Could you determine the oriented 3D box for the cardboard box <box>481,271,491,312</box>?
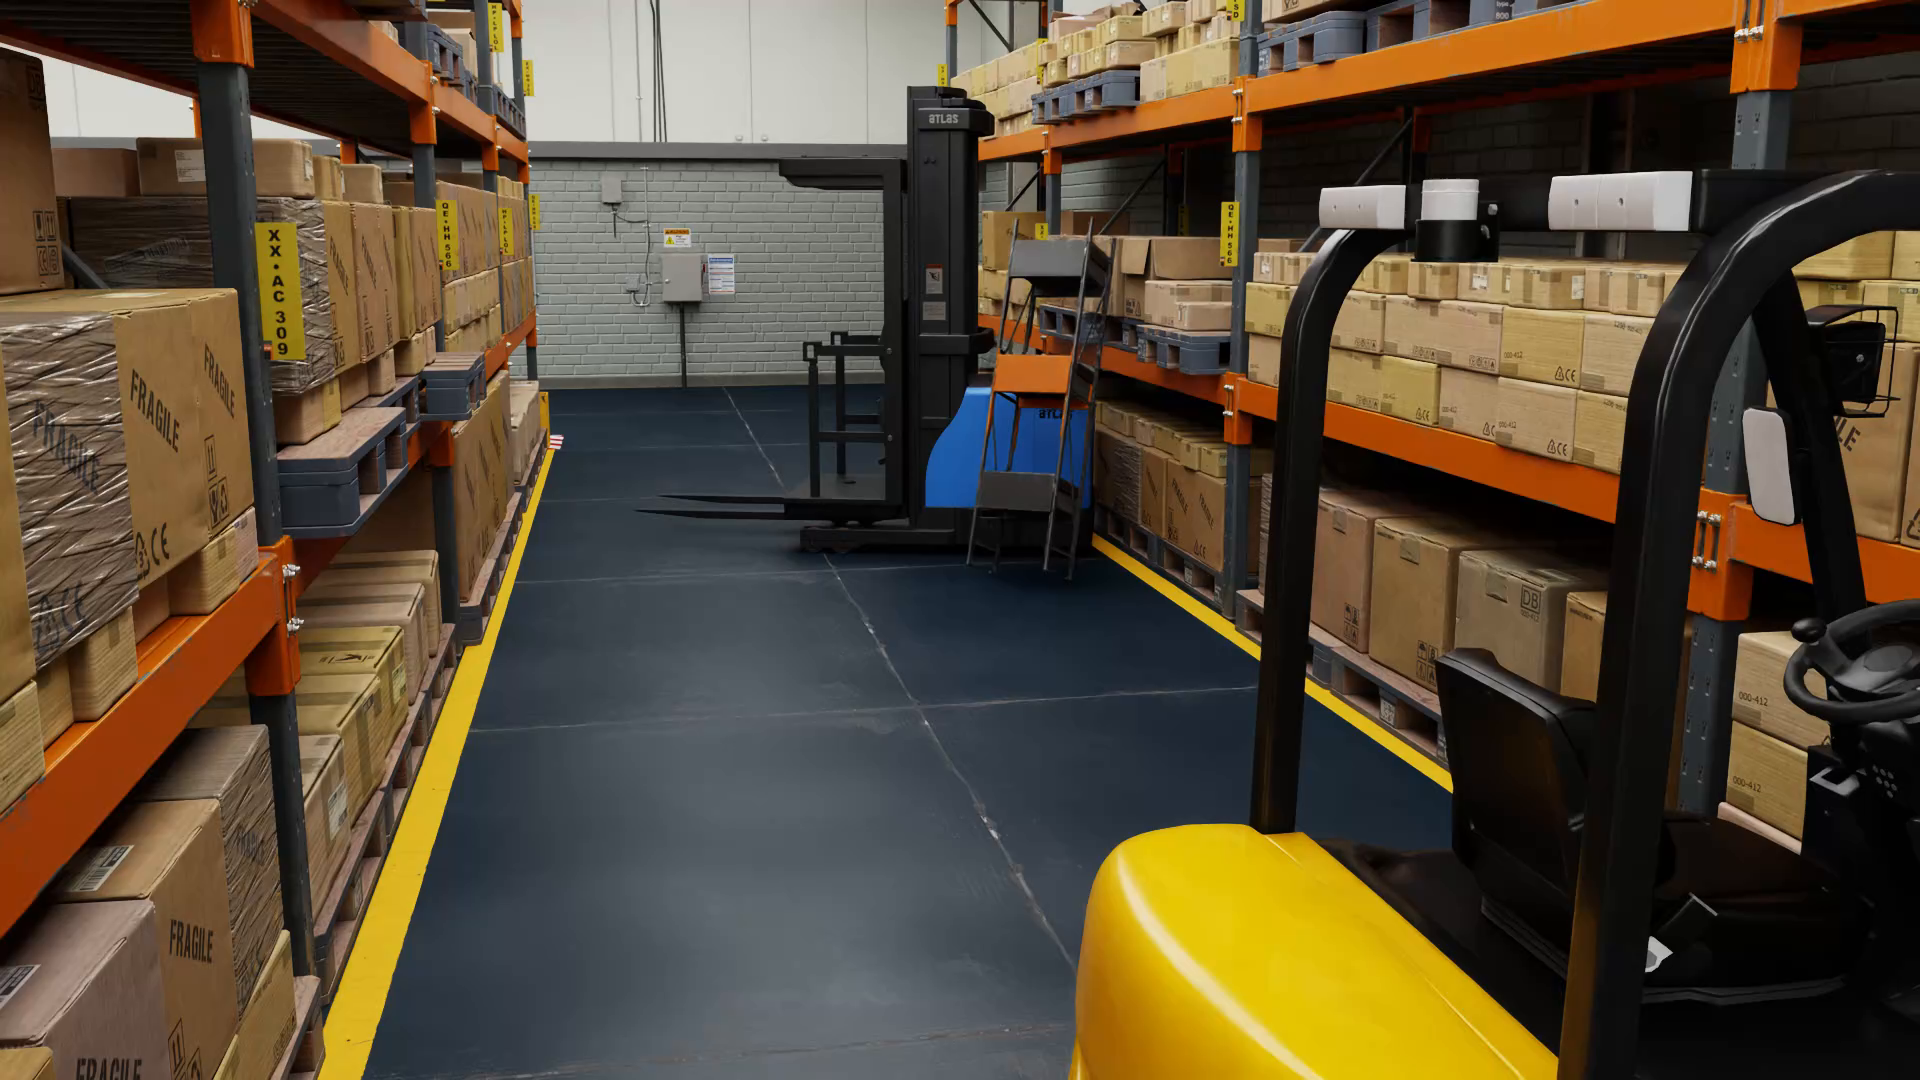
[{"bbox_3d":[-3.189,-1.532,10.287,0.500,0.250,0.500,-2,11,-10],"label":"cardboard box"}]

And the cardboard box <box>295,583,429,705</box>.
[{"bbox_3d":[-2.695,0.439,6.772,0.950,0.372,0.625,-2,11,-12],"label":"cardboard box"}]

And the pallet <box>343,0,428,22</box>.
[{"bbox_3d":[-2.389,-1.839,5.318,1.213,0.211,1.003,-2,11,-11],"label":"pallet"}]

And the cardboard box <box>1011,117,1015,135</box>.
[{"bbox_3d":[0.629,-3.395,13.659,0.380,0.149,0.250,-2,11,-9],"label":"cardboard box"}]

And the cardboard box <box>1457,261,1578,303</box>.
[{"bbox_3d":[2.138,-0.988,6.362,0.380,0.149,0.250,-2,11,-11],"label":"cardboard box"}]

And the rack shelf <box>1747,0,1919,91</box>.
[{"bbox_3d":[3.089,-1.085,2.779,1.077,0.370,4.000,-2,11,-11],"label":"rack shelf"}]

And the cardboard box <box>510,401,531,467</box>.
[{"bbox_3d":[-3.916,-0.849,13.364,0.875,0.438,0.875,-2,11,-13],"label":"cardboard box"}]

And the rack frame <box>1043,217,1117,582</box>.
[{"bbox_3d":[0.711,-0.822,9.748,0.015,2.100,0.400,4,-8,27],"label":"rack frame"}]

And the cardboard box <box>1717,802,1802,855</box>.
[{"bbox_3d":[2.469,0.913,4.608,0.500,0.250,0.500,-2,11,-10],"label":"cardboard box"}]

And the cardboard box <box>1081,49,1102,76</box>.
[{"bbox_3d":[1.013,-3.148,10.975,0.380,0.149,0.250,-2,11,-12],"label":"cardboard box"}]

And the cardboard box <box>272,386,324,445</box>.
[{"bbox_3d":[-1.966,-0.347,4.544,0.380,0.149,0.250,-2,11,-10],"label":"cardboard box"}]

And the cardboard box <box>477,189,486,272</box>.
[{"bbox_3d":[-3.204,-1.897,10.201,0.500,0.500,0.500,-2,11,-9],"label":"cardboard box"}]

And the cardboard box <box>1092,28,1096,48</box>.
[{"bbox_3d":[1.084,-3.295,10.949,0.380,0.149,0.250,-2,11,-10],"label":"cardboard box"}]

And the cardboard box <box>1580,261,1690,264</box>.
[{"bbox_3d":[2.646,-1.008,6.468,0.380,0.149,0.250,-2,11,-11],"label":"cardboard box"}]

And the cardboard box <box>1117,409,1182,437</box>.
[{"bbox_3d":[1.268,-0.784,11.119,0.380,0.149,0.250,-2,11,-9],"label":"cardboard box"}]

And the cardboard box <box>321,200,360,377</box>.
[{"bbox_3d":[-2.076,-0.741,4.880,0.500,0.500,0.500,-2,11,-11],"label":"cardboard box"}]

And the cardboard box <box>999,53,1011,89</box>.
[{"bbox_3d":[0.612,-3.861,13.705,0.500,0.250,0.500,-2,11,-10],"label":"cardboard box"}]

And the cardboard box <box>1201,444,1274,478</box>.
[{"bbox_3d":[1.577,-0.444,9.335,0.380,0.149,0.250,-3,11,-14],"label":"cardboard box"}]

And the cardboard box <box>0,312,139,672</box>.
[{"bbox_3d":[-1.626,-0.085,2.556,0.500,0.500,0.500,-2,11,-9],"label":"cardboard box"}]

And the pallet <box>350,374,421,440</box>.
[{"bbox_3d":[-2.521,-0.429,5.940,1.003,0.211,1.213,-2,11,-11],"label":"pallet"}]

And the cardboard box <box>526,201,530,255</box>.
[{"bbox_3d":[-4.175,-2.812,15.009,0.500,0.500,0.500,-2,11,-9],"label":"cardboard box"}]

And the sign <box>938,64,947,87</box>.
[{"bbox_3d":[-0.167,-4.416,16.016,0.100,0.325,0.005,-2,11,-11],"label":"sign"}]

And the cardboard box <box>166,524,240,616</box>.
[{"bbox_3d":[-1.752,0.066,3.500,0.380,0.149,0.250,-2,11,-10],"label":"cardboard box"}]

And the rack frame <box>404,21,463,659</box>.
[{"bbox_3d":[-2.947,-0.885,7.822,1.000,3.000,0.127,-2,11,-11],"label":"rack frame"}]

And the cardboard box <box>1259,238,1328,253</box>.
[{"bbox_3d":[1.975,-1.421,9.251,0.500,0.500,0.500,-2,11,-8],"label":"cardboard box"}]

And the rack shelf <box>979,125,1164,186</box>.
[{"bbox_3d":[0.755,-3.286,14.342,1.077,0.370,4.000,-2,11,-11],"label":"rack shelf"}]

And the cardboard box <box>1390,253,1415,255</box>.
[{"bbox_3d":[2.344,-1.337,8.198,0.380,0.149,0.250,-2,11,-10],"label":"cardboard box"}]

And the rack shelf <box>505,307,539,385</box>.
[{"bbox_3d":[-4.114,-1.632,13.671,1.077,0.370,4.000,-2,11,-11],"label":"rack shelf"}]

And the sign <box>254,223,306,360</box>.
[{"bbox_3d":[-1.638,-0.597,3.997,0.100,0.325,0.005,-2,11,-11],"label":"sign"}]

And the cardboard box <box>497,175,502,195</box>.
[{"bbox_3d":[-3.676,-2.684,12.600,0.380,0.149,0.250,-2,11,-11],"label":"cardboard box"}]

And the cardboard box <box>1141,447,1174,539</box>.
[{"bbox_3d":[1.437,-0.302,10.323,0.500,0.500,0.500,-2,11,-9],"label":"cardboard box"}]

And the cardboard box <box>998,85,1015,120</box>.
[{"bbox_3d":[0.604,-3.614,13.746,0.500,0.250,0.500,-2,11,-10],"label":"cardboard box"}]

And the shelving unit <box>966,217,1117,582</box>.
[{"bbox_3d":[0.493,-0.838,9.857,0.503,2.100,0.431,4,-8,27],"label":"shelving unit"}]

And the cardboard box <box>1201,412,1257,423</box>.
[{"bbox_3d":[1.811,-0.756,10.974,0.380,0.149,0.250,-3,11,-13],"label":"cardboard box"}]

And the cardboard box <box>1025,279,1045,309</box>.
[{"bbox_3d":[0.805,-1.956,13.058,0.500,0.250,0.500,-2,11,-10],"label":"cardboard box"}]

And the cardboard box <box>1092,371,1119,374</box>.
[{"bbox_3d":[1.012,-1.169,12.349,0.380,0.149,0.250,-2,11,-12],"label":"cardboard box"}]

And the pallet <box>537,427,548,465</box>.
[{"bbox_3d":[-4.270,-0.838,15.036,1.003,0.211,1.213,-2,11,-11],"label":"pallet"}]

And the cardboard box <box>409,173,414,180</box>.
[{"bbox_3d":[-4.041,-2.574,12.023,0.380,0.149,0.250,-2,11,-10],"label":"cardboard box"}]

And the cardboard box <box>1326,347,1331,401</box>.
[{"bbox_3d":[1.861,-0.809,7.828,0.500,0.250,0.500,-2,11,-12],"label":"cardboard box"}]

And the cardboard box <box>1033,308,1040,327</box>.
[{"bbox_3d":[0.762,-1.772,13.157,0.380,0.149,0.250,-2,11,-9],"label":"cardboard box"}]

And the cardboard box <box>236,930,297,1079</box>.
[{"bbox_3d":[-1.790,1.092,3.667,0.500,0.250,0.500,-2,11,-8],"label":"cardboard box"}]

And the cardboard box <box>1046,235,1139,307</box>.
[{"bbox_3d":[1.018,-1.958,12.071,0.700,0.500,0.500,-2,11,-10],"label":"cardboard box"}]

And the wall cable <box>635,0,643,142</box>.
[{"bbox_3d":[-5.147,-6.359,20.538,2.355,3.000,0.029,-2,11,-11],"label":"wall cable"}]

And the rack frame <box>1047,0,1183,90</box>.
[{"bbox_3d":[1.144,-4.746,12.067,1.000,3.000,0.127,-2,11,-11],"label":"rack frame"}]

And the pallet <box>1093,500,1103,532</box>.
[{"bbox_3d":[1.339,-0.282,12.112,1.003,0.211,1.213,-2,11,-11],"label":"pallet"}]

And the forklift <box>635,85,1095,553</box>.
[{"bbox_3d":[-0.621,-1.452,10.985,3.031,2.935,1.130,1,11,6],"label":"forklift"}]

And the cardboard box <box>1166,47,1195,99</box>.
[{"bbox_3d":[1.485,-2.643,9.440,0.500,0.250,0.500,-2,11,-11],"label":"cardboard box"}]

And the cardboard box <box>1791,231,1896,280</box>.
[{"bbox_3d":[2.471,-0.777,4.458,0.380,0.149,0.250,-2,11,-10],"label":"cardboard box"}]

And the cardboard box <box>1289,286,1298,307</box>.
[{"bbox_3d":[1.865,-1.056,7.784,0.500,0.250,0.500,-2,11,-9],"label":"cardboard box"}]

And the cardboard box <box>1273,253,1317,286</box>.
[{"bbox_3d":[1.748,-1.315,8.083,0.380,0.149,0.250,-2,11,-10],"label":"cardboard box"}]

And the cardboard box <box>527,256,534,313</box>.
[{"bbox_3d":[-4.149,-2.322,15.107,0.500,0.500,0.500,-2,11,-11],"label":"cardboard box"}]

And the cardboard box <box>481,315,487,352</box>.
[{"bbox_3d":[-3.213,-1.285,10.325,0.500,0.250,0.500,-2,11,-13],"label":"cardboard box"}]

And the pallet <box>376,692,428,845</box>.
[{"bbox_3d":[-2.562,0.852,6.156,1.003,0.211,1.213,-2,11,-11],"label":"pallet"}]

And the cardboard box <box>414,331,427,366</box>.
[{"bbox_3d":[-2.395,-0.778,6.812,0.380,0.149,0.250,-3,11,-14],"label":"cardboard box"}]

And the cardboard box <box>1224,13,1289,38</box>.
[{"bbox_3d":[1.617,-2.718,8.766,0.380,0.149,0.250,-2,11,-10],"label":"cardboard box"}]
